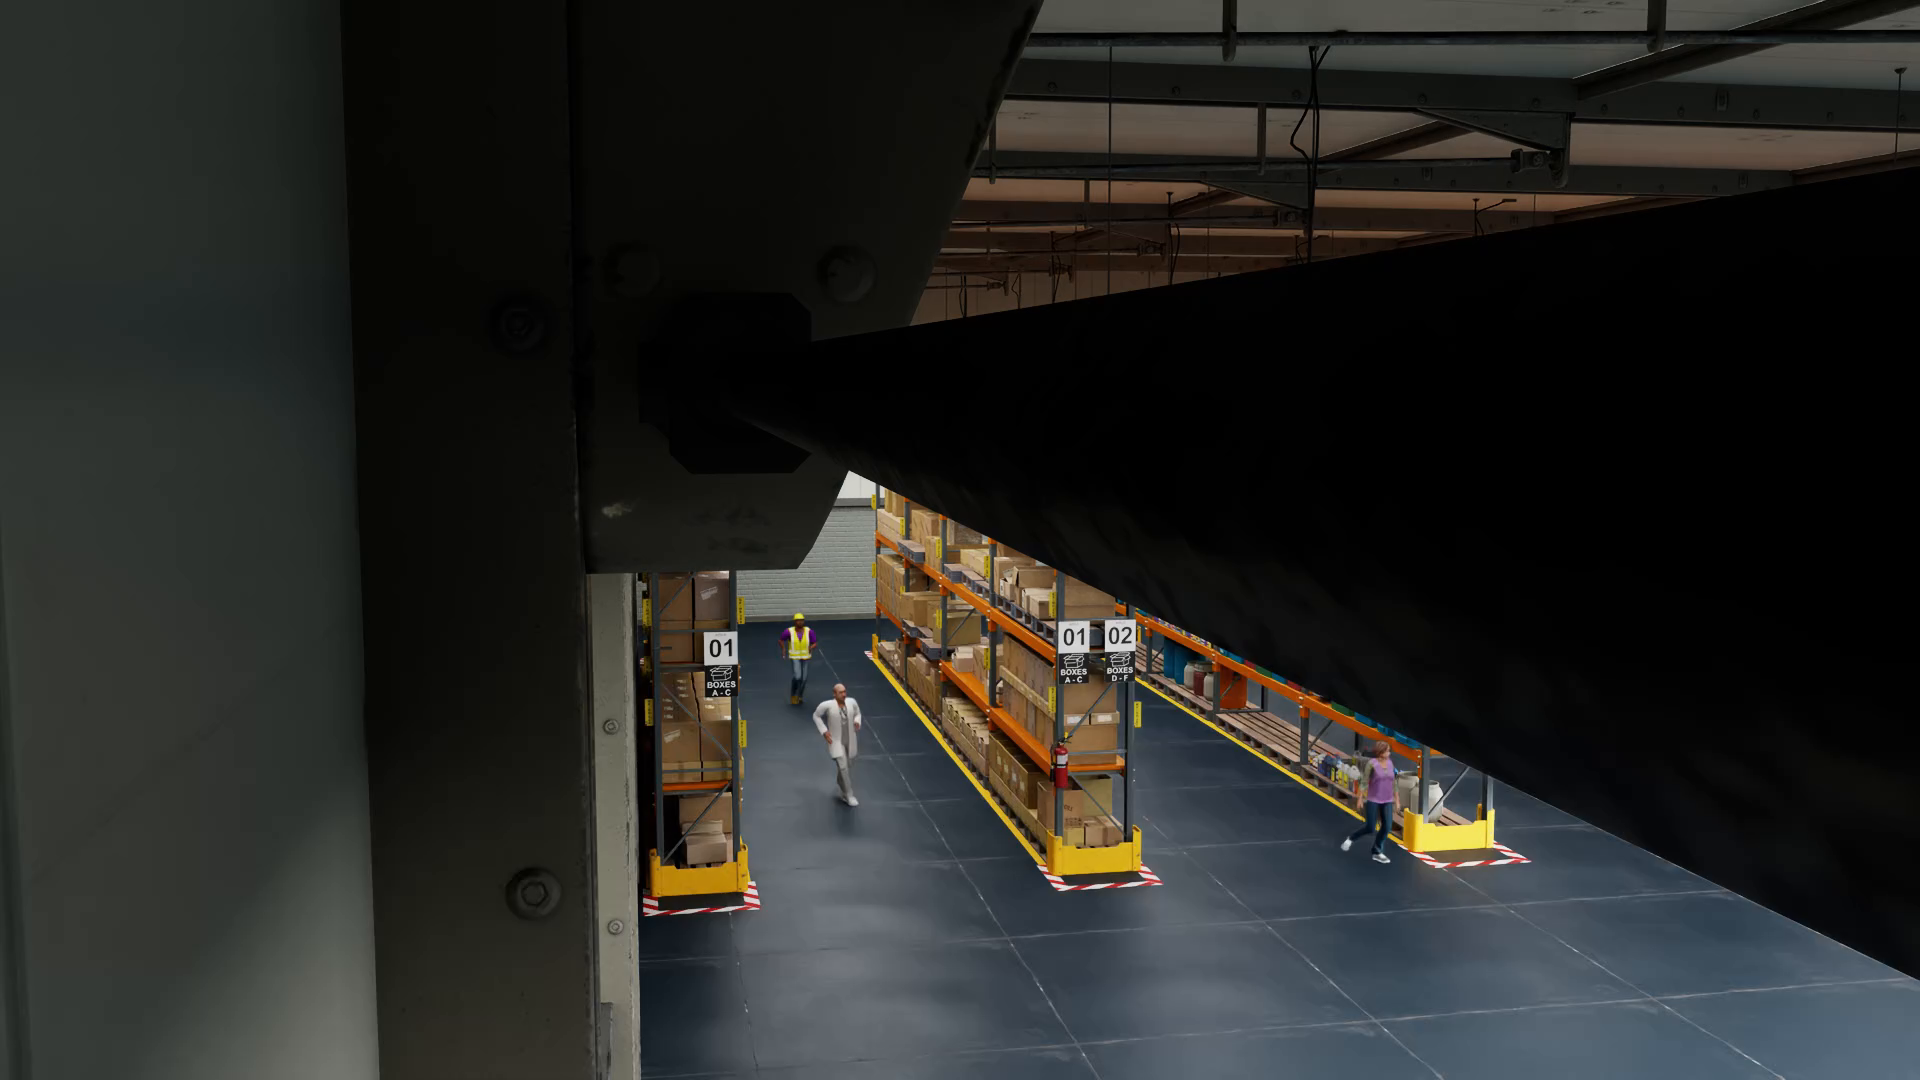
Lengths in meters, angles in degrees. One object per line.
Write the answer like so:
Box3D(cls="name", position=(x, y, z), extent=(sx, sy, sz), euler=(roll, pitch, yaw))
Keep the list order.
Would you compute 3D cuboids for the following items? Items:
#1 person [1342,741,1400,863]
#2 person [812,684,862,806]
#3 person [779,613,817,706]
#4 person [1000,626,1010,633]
Box3D(cls="person", position=(5.280, 3.352, 21.392), extent=(0.602, 1.559, 0.536), euler=(-2, 6, -21))
Box3D(cls="person", position=(-1.776, 2.944, 24.310), extent=(0.719, 1.754, 0.942), euler=(-3, 7, -27))
Box3D(cls="person", position=(-3.016, 2.246, 31.273), extent=(0.689, 1.754, 0.683), euler=(-2, 6, -17))
Box3D(cls="person", position=(1.145, 1.983, 35.347), extent=(0.625, 1.489, 0.843), euler=(-2, 6, -22))
